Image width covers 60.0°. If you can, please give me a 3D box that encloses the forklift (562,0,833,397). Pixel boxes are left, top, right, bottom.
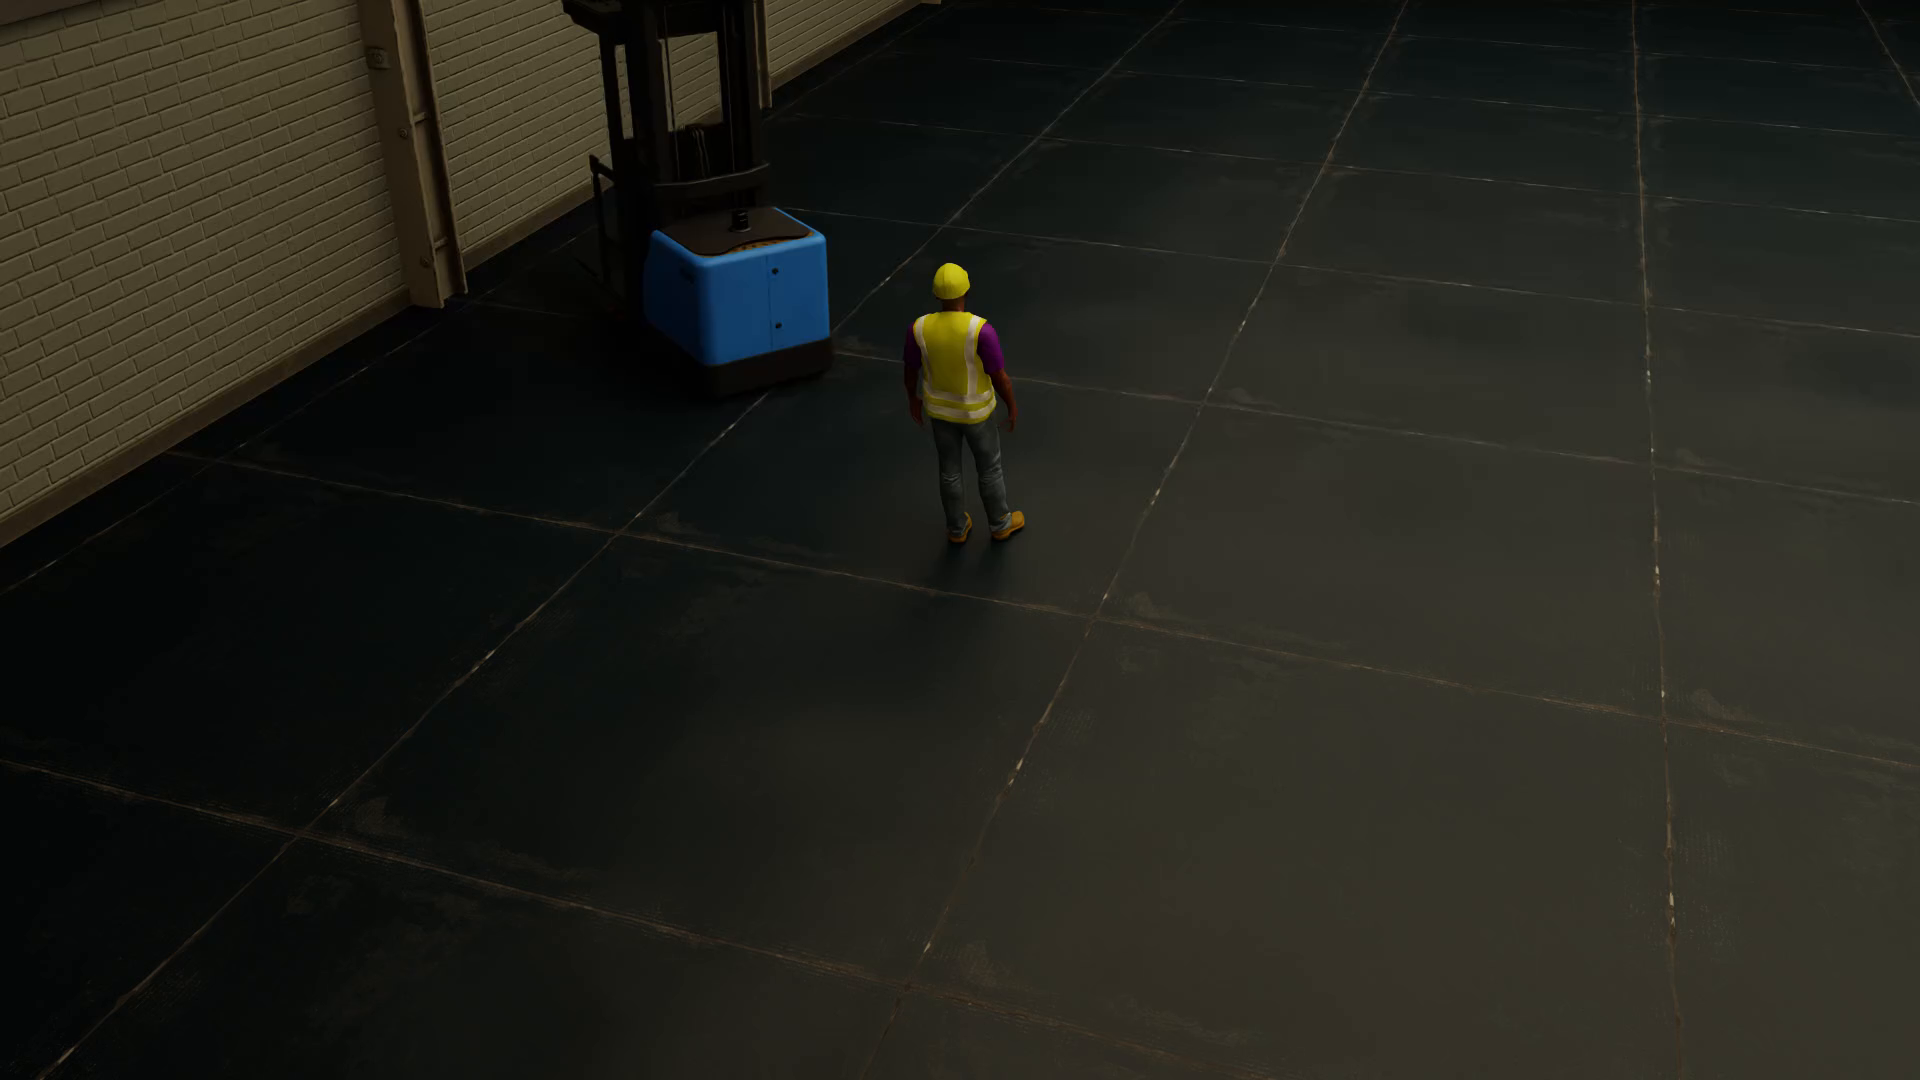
[{"bbox_3d":[-2.159,-2.963,12.334,1.130,2.935,3.031,-18,34,-29],"label":"forklift"}]

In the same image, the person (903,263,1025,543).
[{"bbox_3d":[0.028,-0.806,9.711,0.665,1.768,0.575,10,31,16],"label":"person"}]
